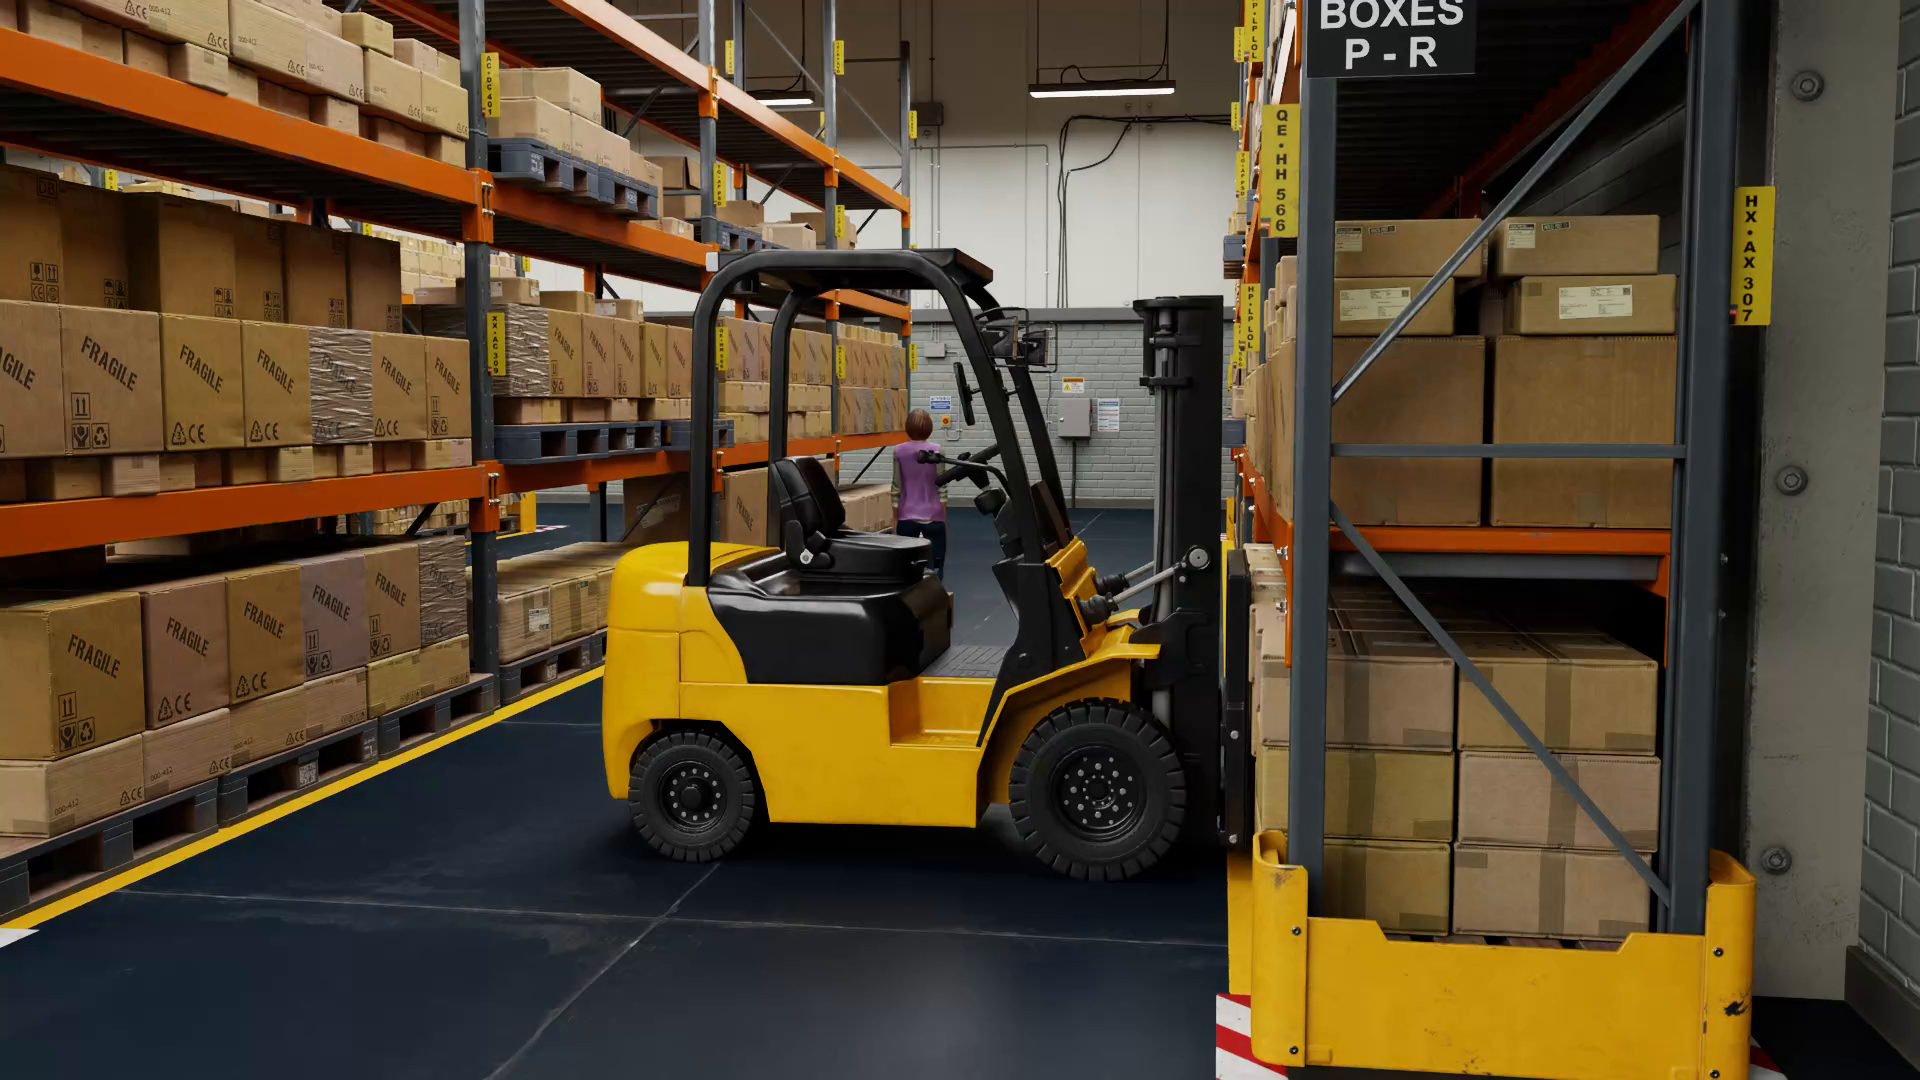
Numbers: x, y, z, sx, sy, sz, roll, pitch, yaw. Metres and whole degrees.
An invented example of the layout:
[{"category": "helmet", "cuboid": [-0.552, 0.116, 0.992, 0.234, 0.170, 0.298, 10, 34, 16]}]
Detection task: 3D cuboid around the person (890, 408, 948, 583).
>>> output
[{"category": "person", "cuboid": [-0.283, -0.115, 11.538, 0.405, 1.596, 0.312, 1, 5, 10]}]
